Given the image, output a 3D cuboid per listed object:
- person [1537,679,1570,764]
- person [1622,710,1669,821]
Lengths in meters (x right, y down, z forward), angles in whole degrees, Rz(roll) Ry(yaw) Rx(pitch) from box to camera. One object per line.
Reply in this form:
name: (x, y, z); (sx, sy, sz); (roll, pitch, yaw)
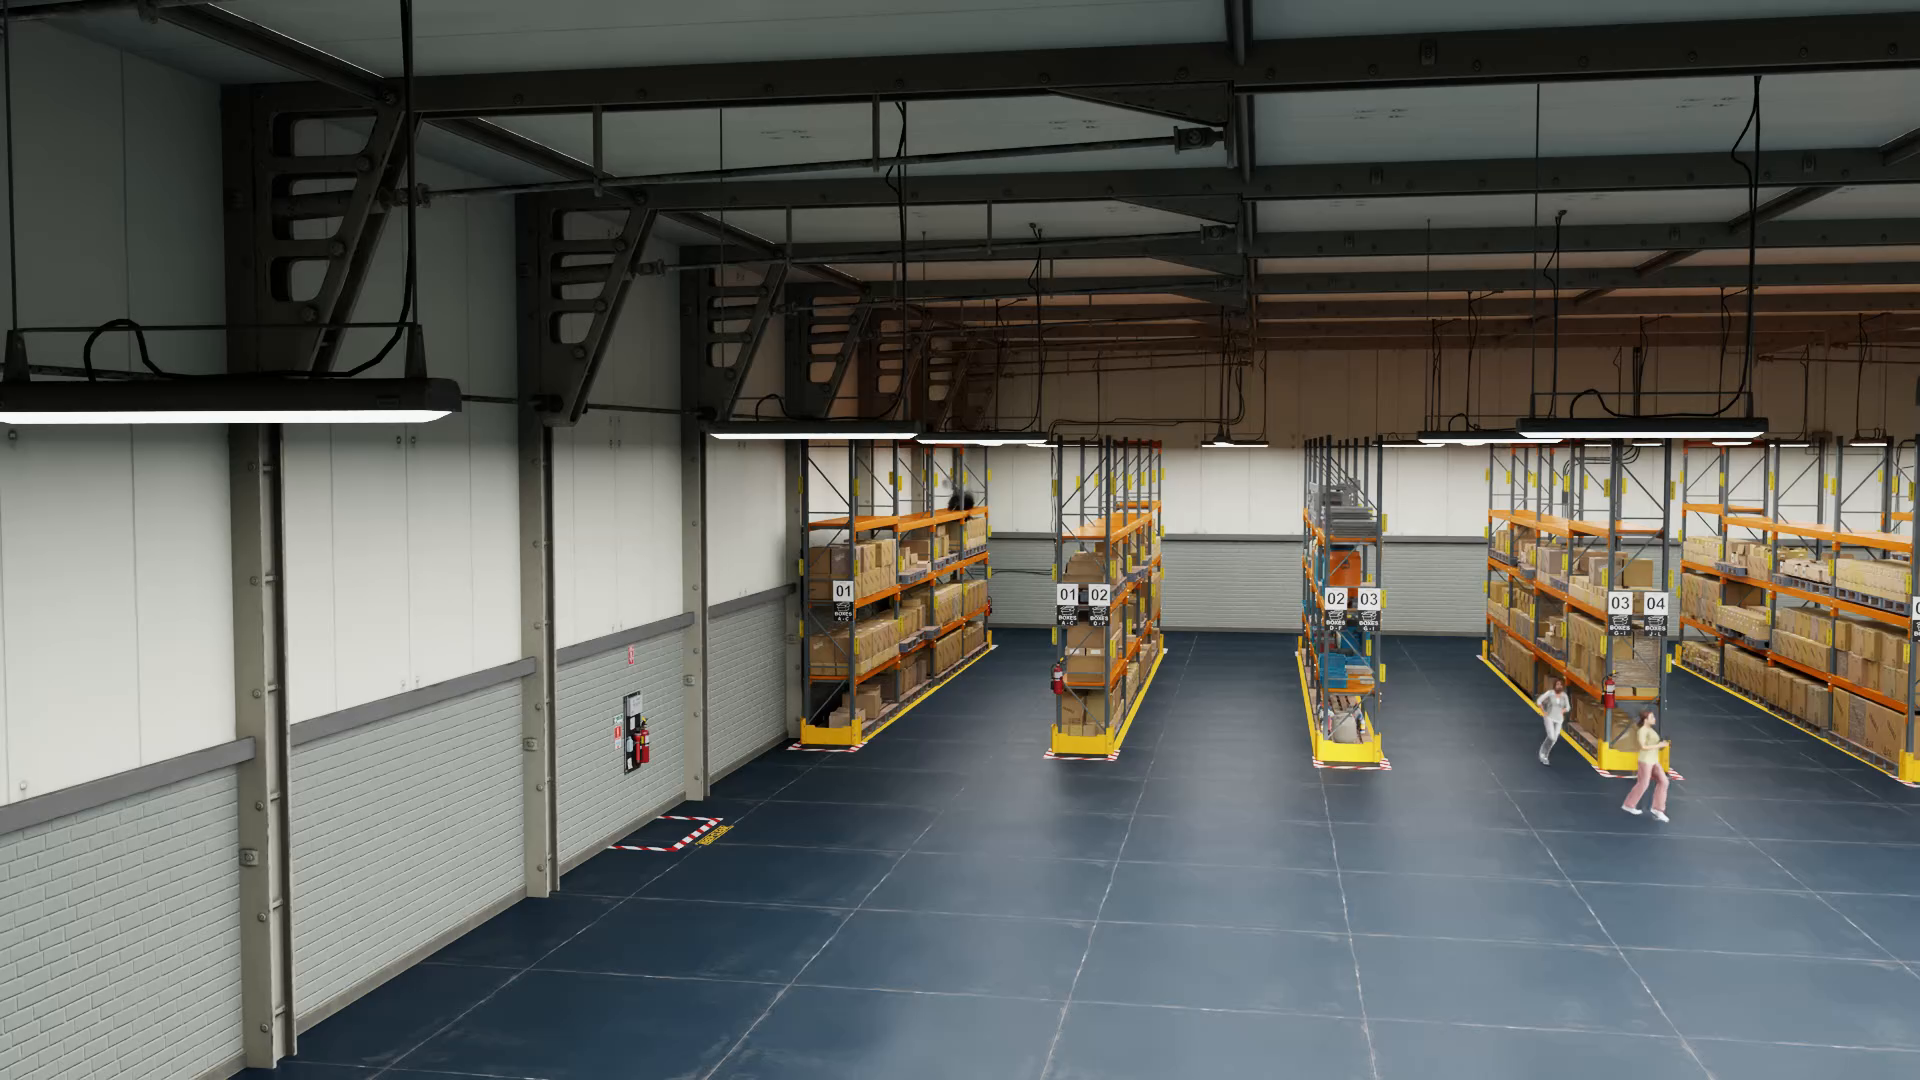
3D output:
person: (10.814, 3.305, 30.240); (0.538, 1.573, 0.574); (0, 3, -2)
person: (10.645, 3.487, 25.787); (0.694, 1.723, 0.560); (3, 4, 42)
